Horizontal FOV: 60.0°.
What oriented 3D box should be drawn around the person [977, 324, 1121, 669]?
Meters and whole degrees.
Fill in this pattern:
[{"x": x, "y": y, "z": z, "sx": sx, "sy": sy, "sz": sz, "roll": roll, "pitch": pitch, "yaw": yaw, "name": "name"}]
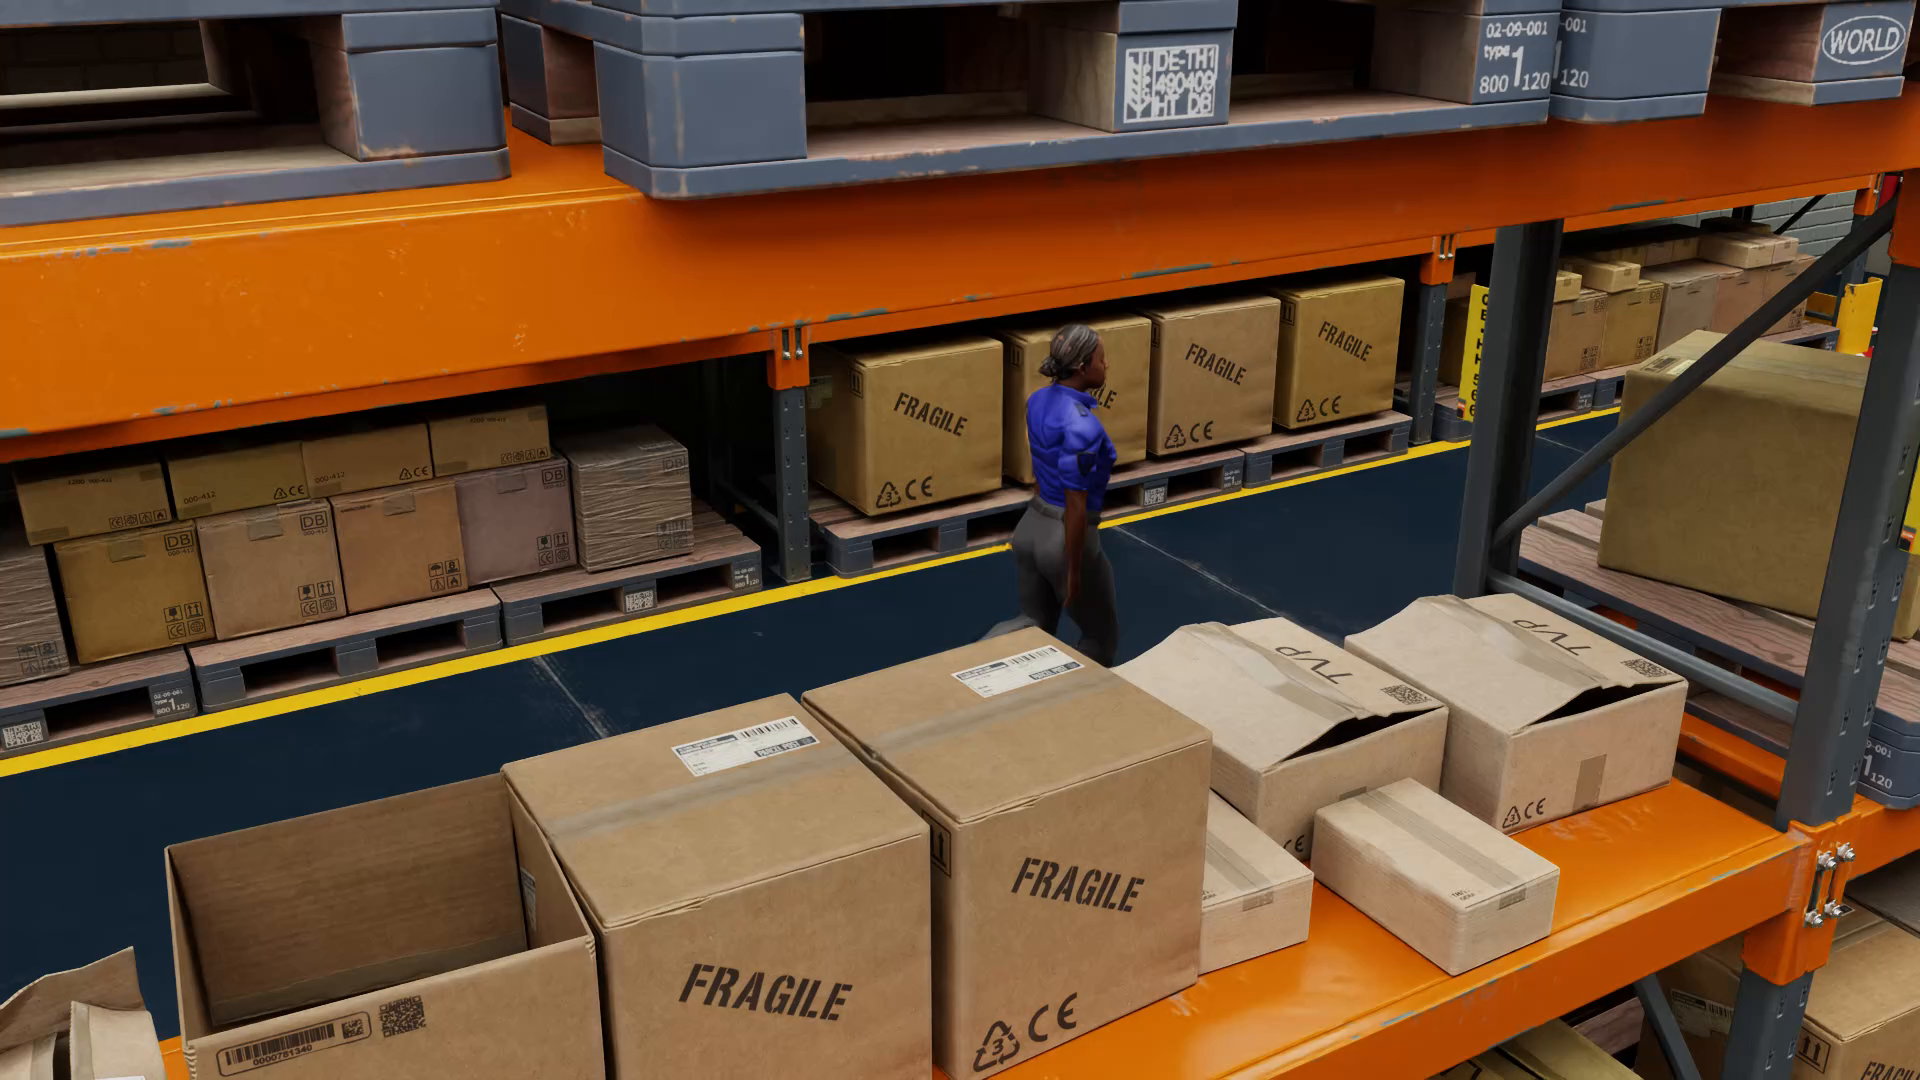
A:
[{"x": 0.297, "y": 0.029, "z": 5.998, "sx": 0.776, "sy": 1.633, "sz": 0.450, "roll": -11, "pitch": 24, "yaw": -25, "name": "person"}]
